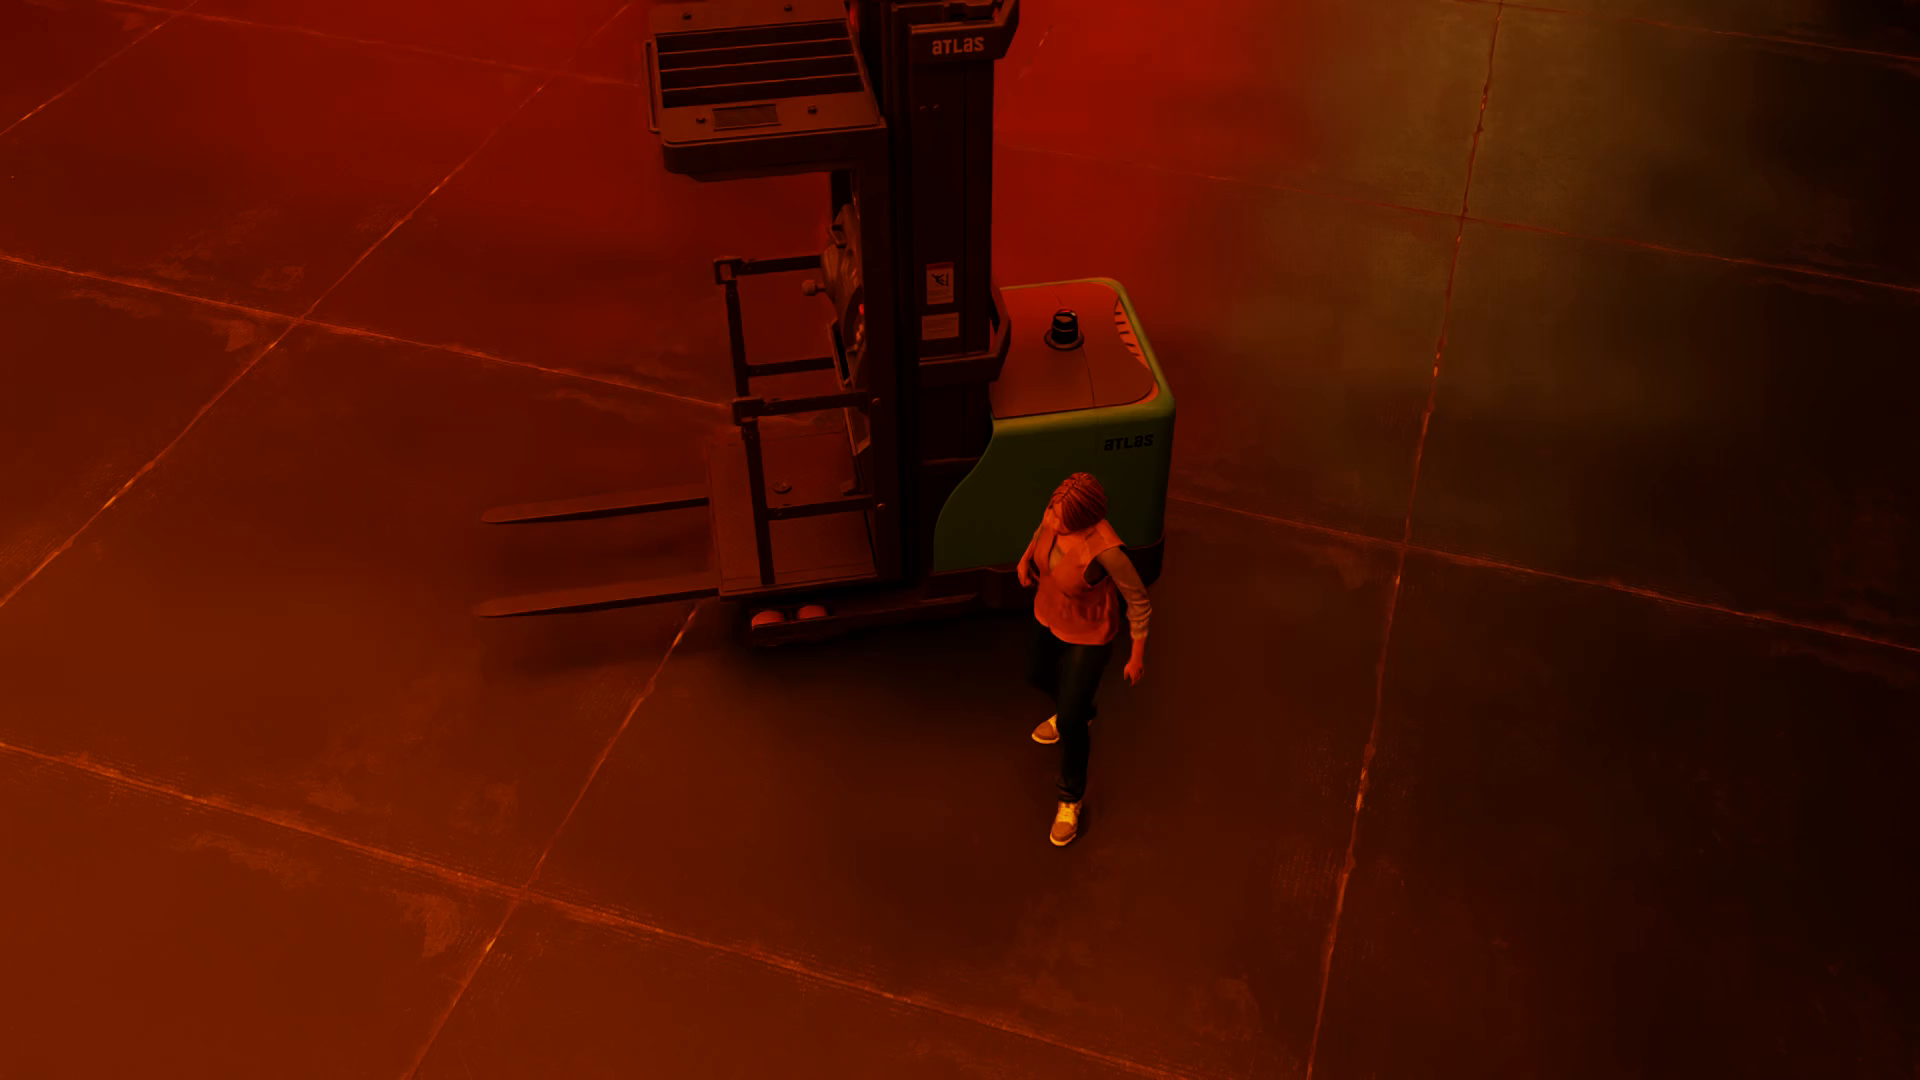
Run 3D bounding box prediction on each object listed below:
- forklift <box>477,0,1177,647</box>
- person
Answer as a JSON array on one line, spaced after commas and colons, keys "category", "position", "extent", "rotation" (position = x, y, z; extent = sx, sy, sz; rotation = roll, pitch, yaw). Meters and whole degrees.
[{"category": "forklift", "position": [-0.650, -0.993, 6.756], "extent": [3.031, 2.935, 1.130], "rotation": [-7, 43, -8]}, {"category": "person", "position": [0.427, 0.069, 6.141], "extent": [0.312, 0.879, 0.704], "rotation": [-26, 49, -25]}]
